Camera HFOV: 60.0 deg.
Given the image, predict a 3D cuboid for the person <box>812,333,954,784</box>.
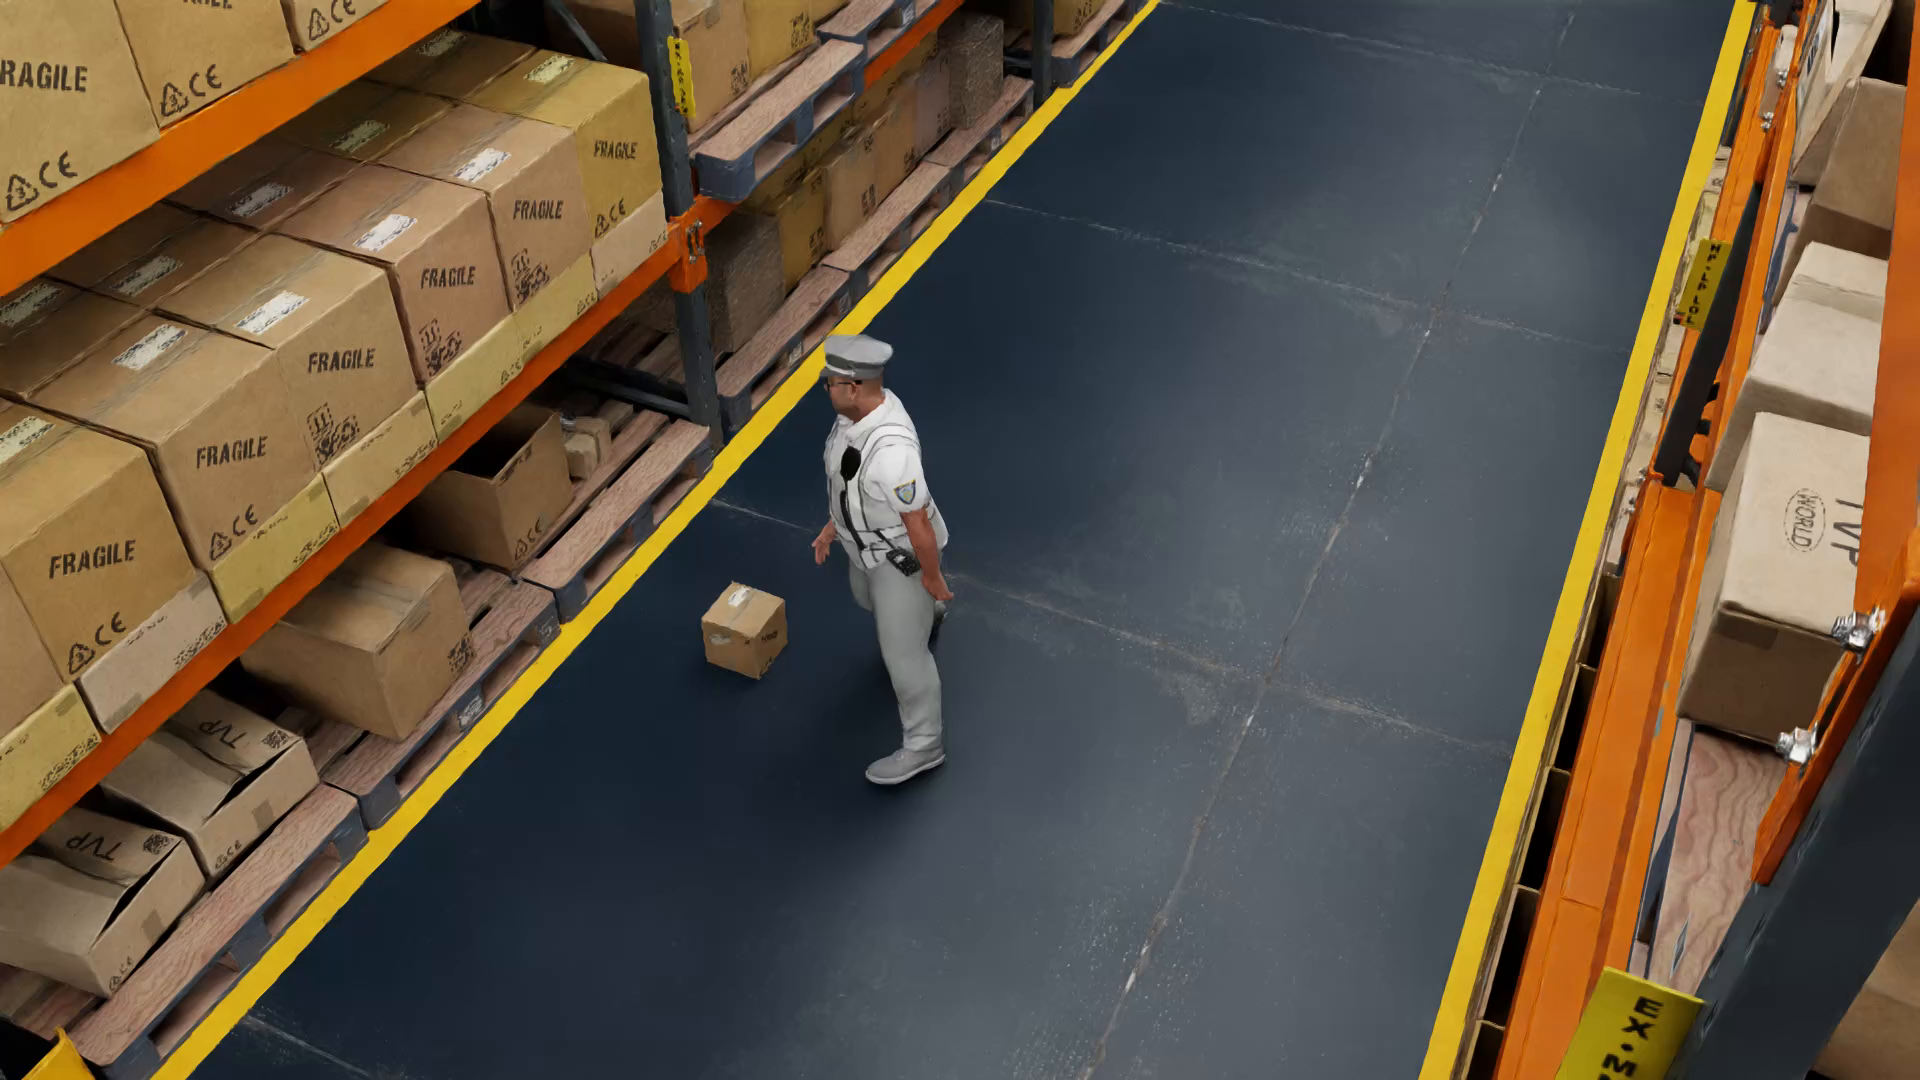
[{"bbox_3d":[-0.212,0.025,6.153,0.603,1.695,0.827,-14,44,-16],"label":"person"}]
